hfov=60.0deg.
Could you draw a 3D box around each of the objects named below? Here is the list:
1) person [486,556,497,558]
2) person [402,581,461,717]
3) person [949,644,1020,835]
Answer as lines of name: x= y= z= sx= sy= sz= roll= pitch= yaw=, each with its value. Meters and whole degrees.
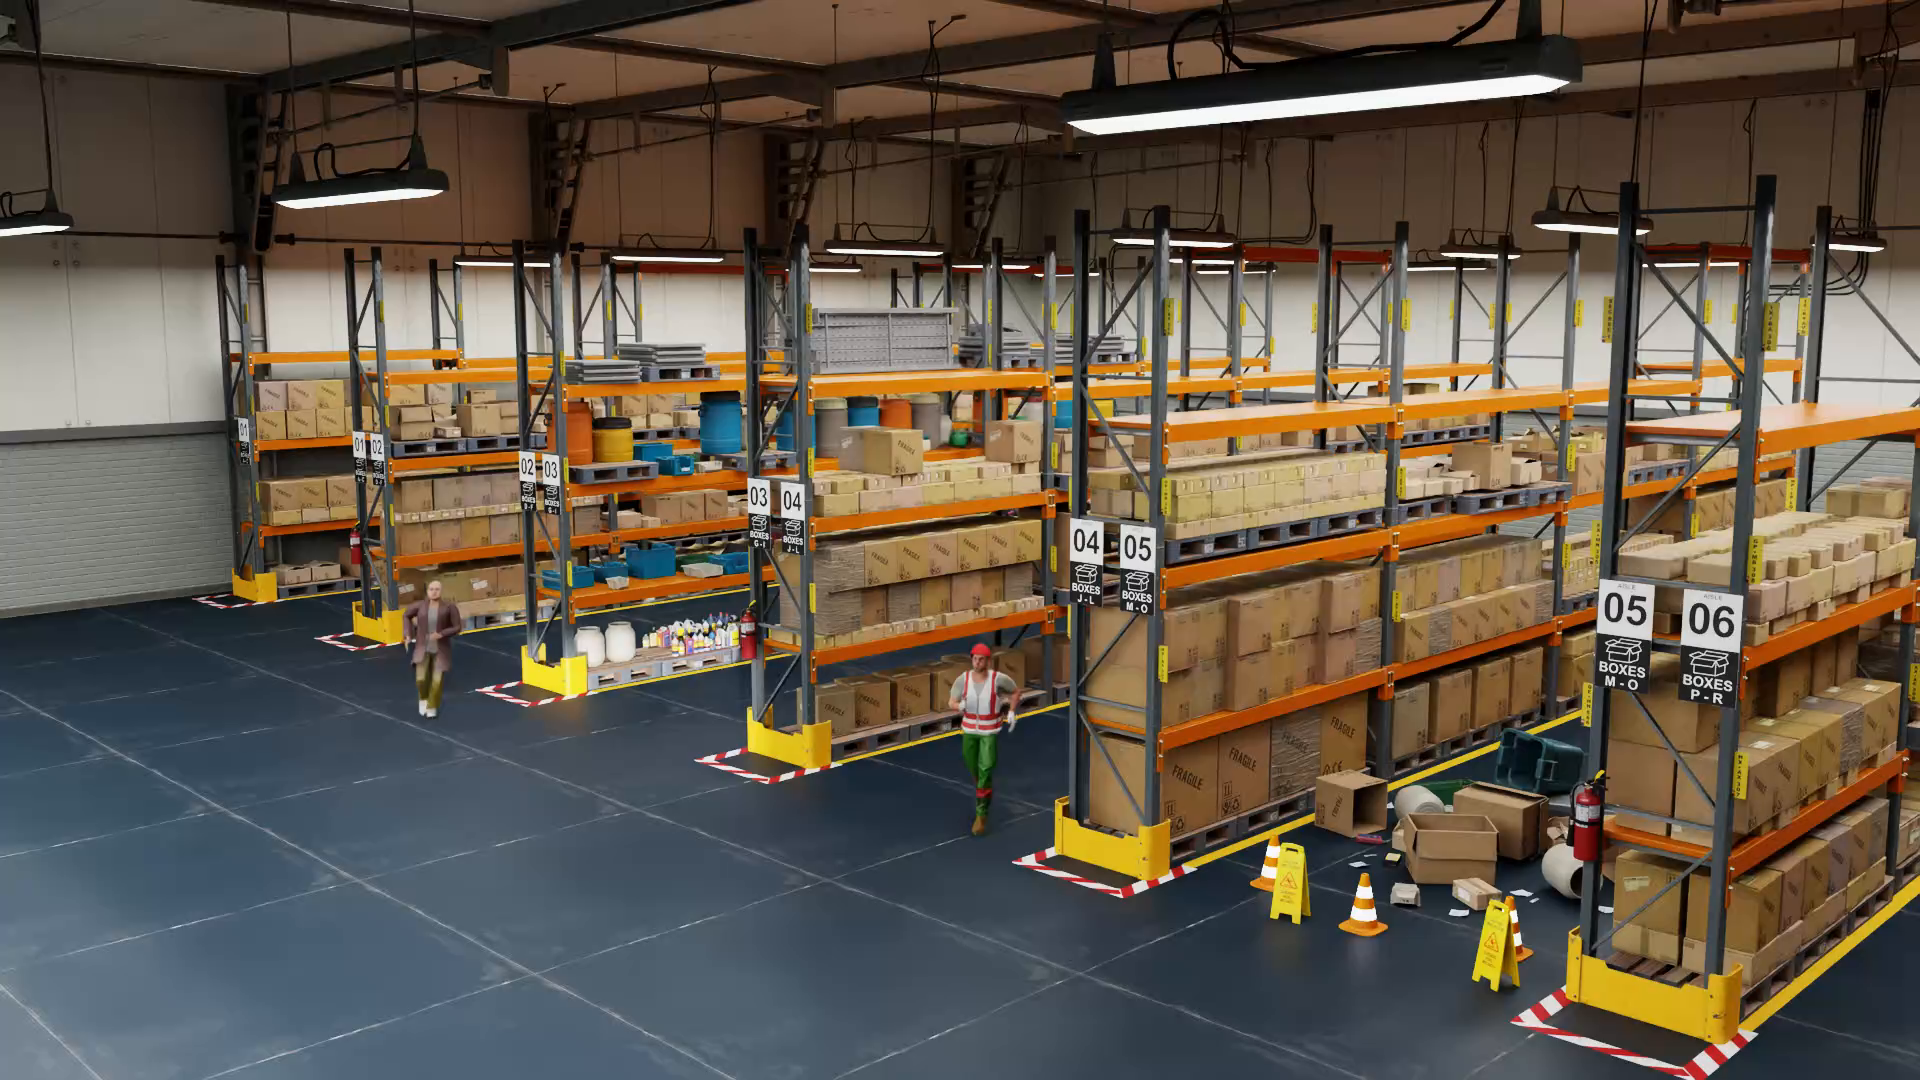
person: x=-8.099 y=0.206 z=28.735 sx=0.647 sy=1.845 sz=0.800 roll=7 pitch=11 yaw=40
person: x=-6.589 y=1.372 z=20.781 sx=0.707 sy=1.721 sz=0.611 roll=-2 pitch=8 yaw=-16
person: x=0.219 y=1.921 z=16.585 sx=0.661 sy=1.805 sz=0.957 roll=3 pitch=9 yaw=18
